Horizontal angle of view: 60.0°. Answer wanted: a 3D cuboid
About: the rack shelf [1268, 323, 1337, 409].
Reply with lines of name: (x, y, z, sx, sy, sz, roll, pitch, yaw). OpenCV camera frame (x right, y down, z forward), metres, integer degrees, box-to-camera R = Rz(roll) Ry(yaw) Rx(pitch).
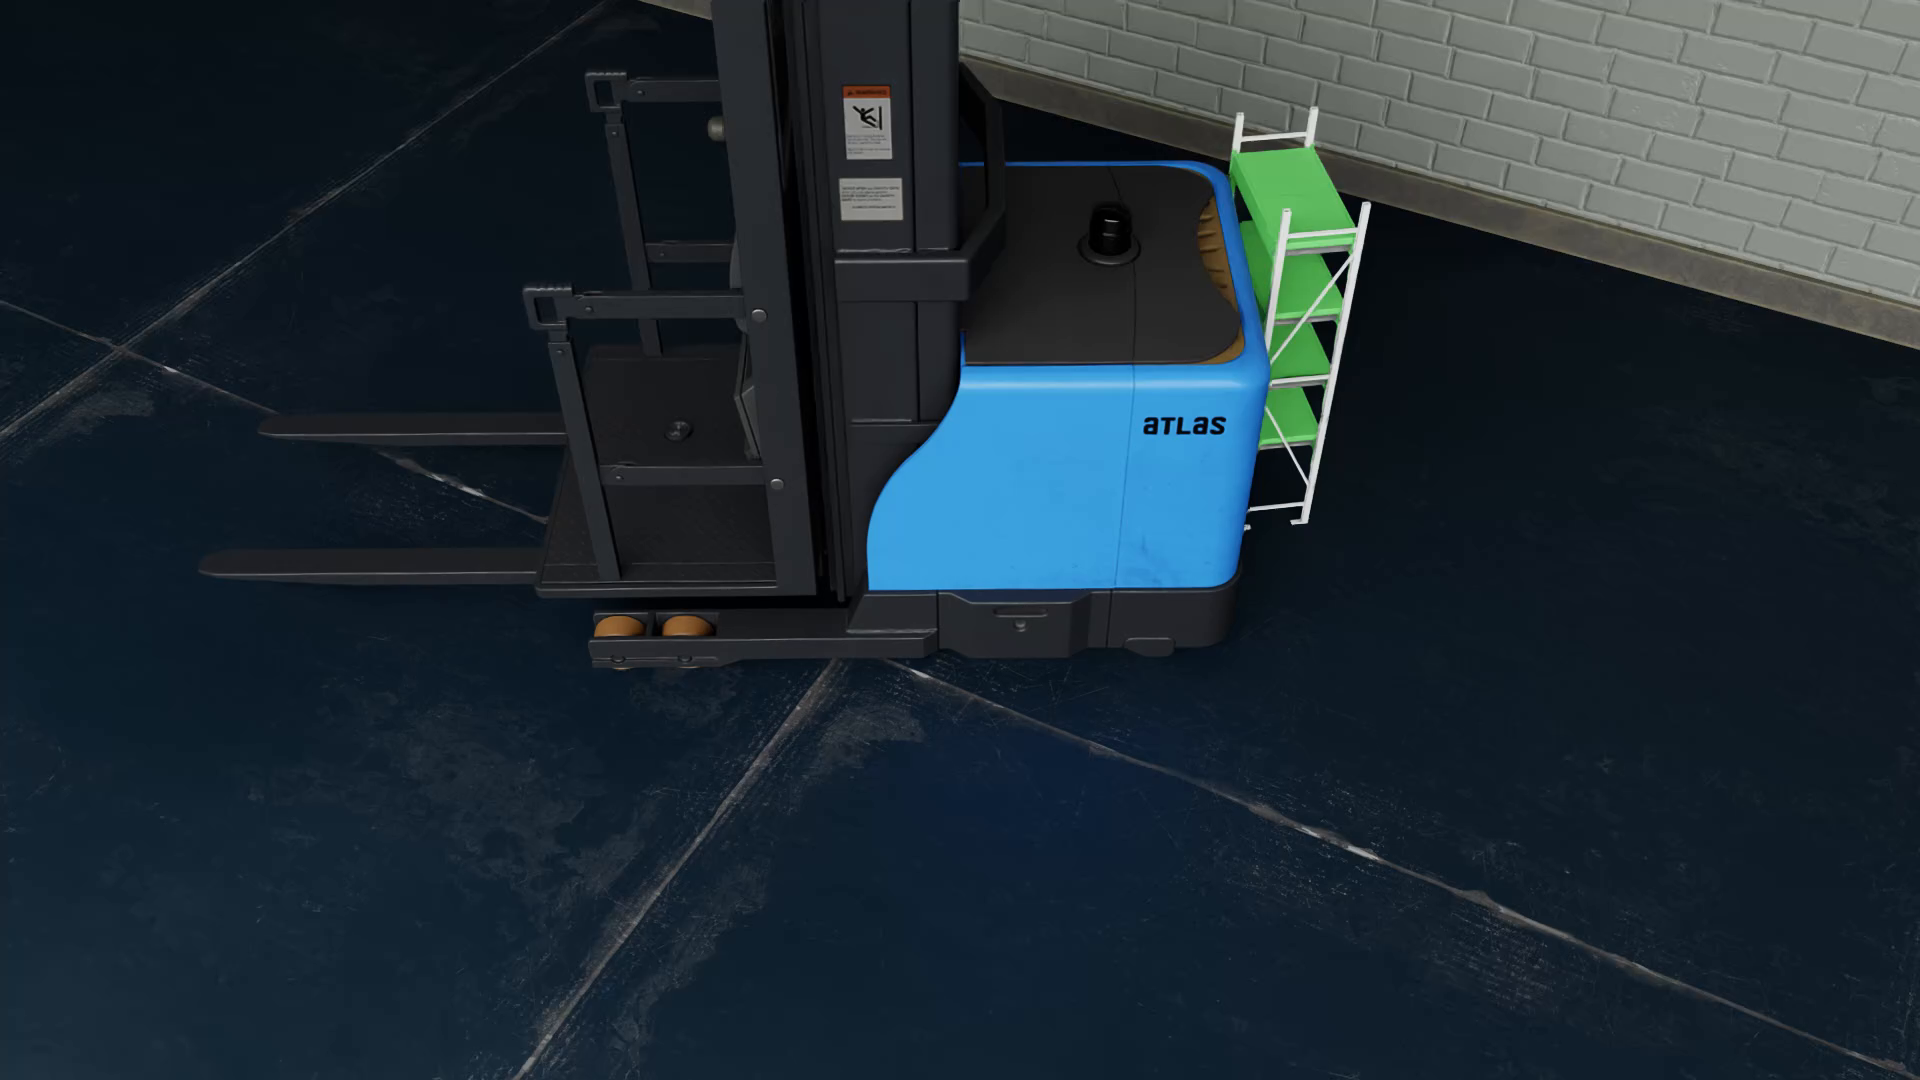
rack shelf: (0.951, -0.595, 5.083, 0.258, 0.148, 0.480, -6, 46, -5)

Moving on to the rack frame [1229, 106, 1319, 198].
rack frame: (0.917, -0.812, 5.207, 0.240, 1.200, 0.015, -6, 46, -5)

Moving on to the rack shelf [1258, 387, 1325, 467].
rack shelf: (0.952, -0.426, 5.254, 0.258, 0.148, 0.480, -6, 46, -5)

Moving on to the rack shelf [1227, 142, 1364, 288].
rack shelf: (0.948, -0.932, 4.741, 0.258, 0.148, 0.480, -6, 46, -5)

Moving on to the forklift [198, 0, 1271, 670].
forklift: (-0.714, -1.031, 4.208, 3.031, 2.935, 1.130, 0, 45, 0)

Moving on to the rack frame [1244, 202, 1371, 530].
rack frame: (0.984, -0.468, 4.868, 0.240, 1.200, 0.015, -6, 46, -5)

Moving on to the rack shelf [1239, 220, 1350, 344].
rack shelf: (0.949, -0.764, 4.912, 0.258, 0.148, 0.480, -6, 46, -5)

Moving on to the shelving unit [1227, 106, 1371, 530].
shelving unit: (0.950, -0.640, 5.038, 0.258, 1.200, 0.503, -6, 46, -5)
